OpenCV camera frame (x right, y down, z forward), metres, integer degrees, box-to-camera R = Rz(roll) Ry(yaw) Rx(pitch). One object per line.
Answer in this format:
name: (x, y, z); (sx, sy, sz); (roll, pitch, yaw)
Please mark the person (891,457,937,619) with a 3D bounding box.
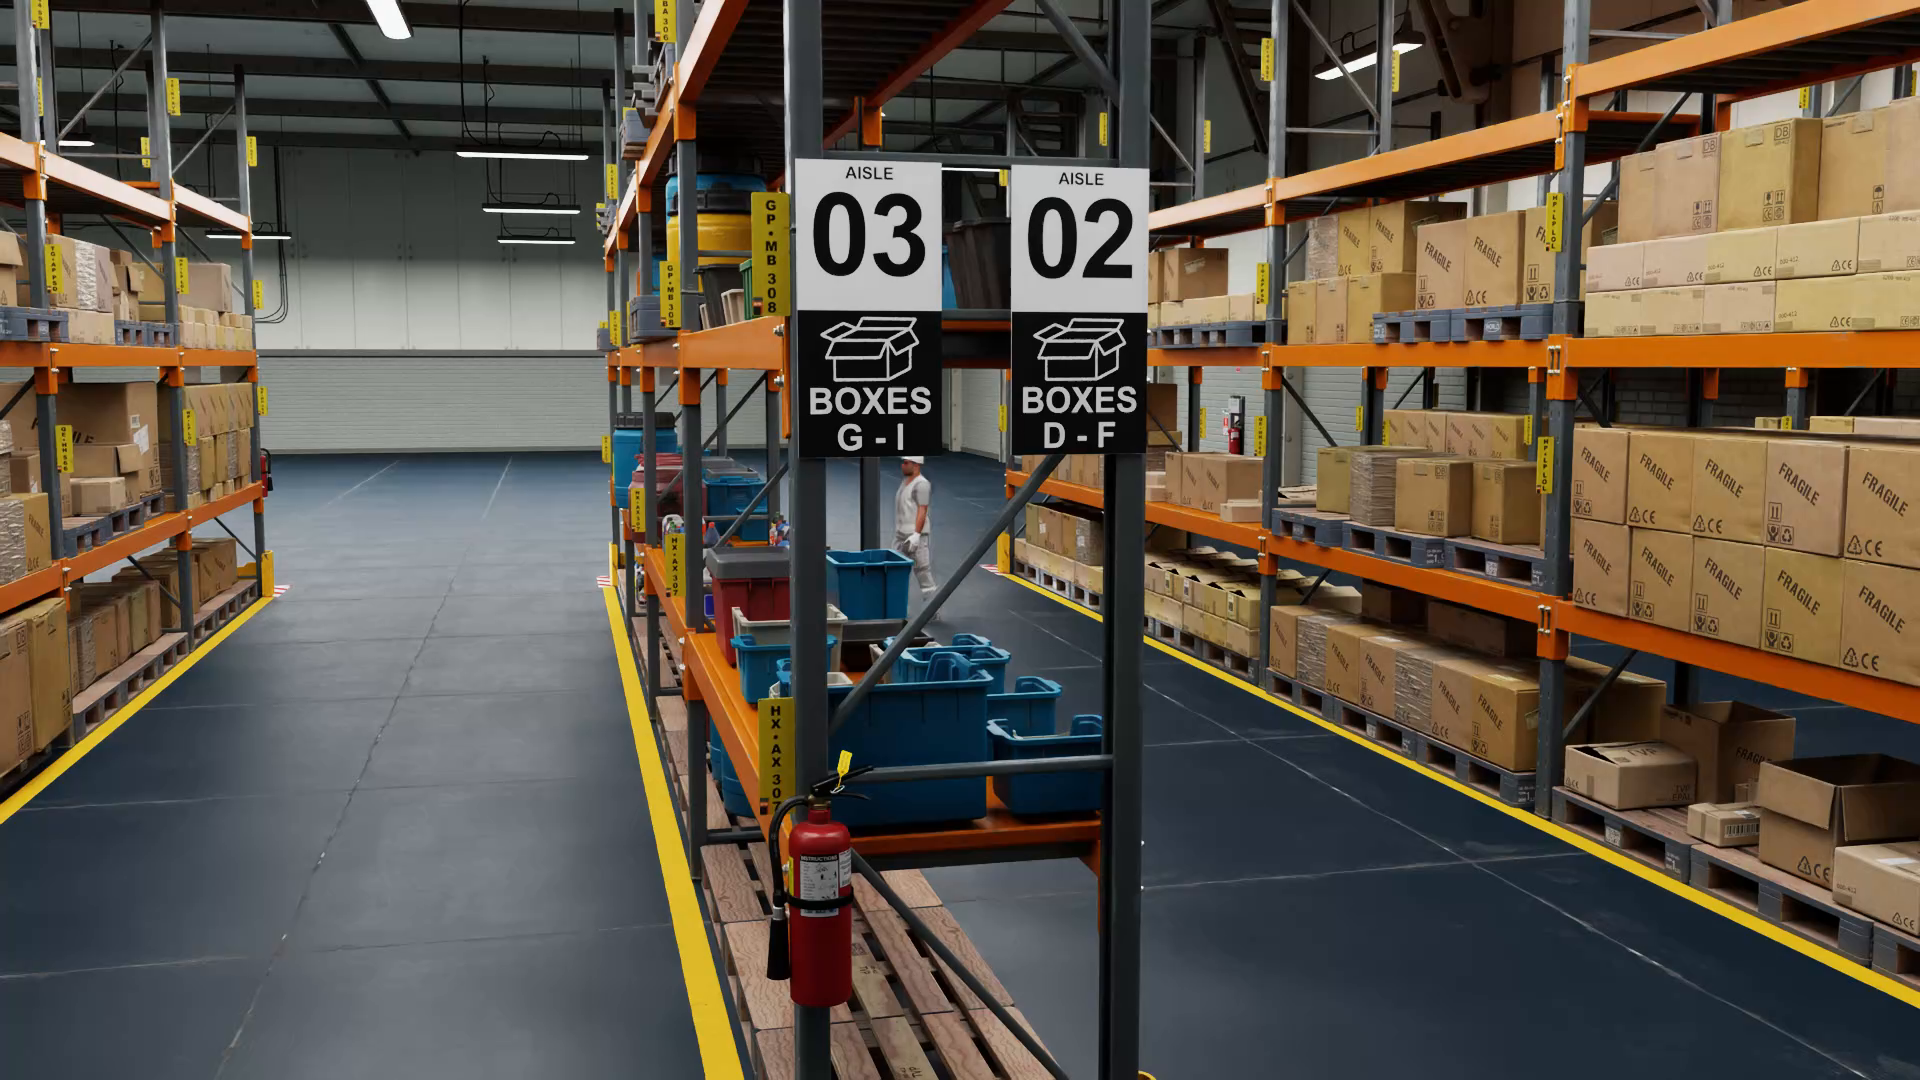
person: (-0.585, -0.042, 17.011); (0.760, 1.778, 0.544); (-4, 7, -31)
